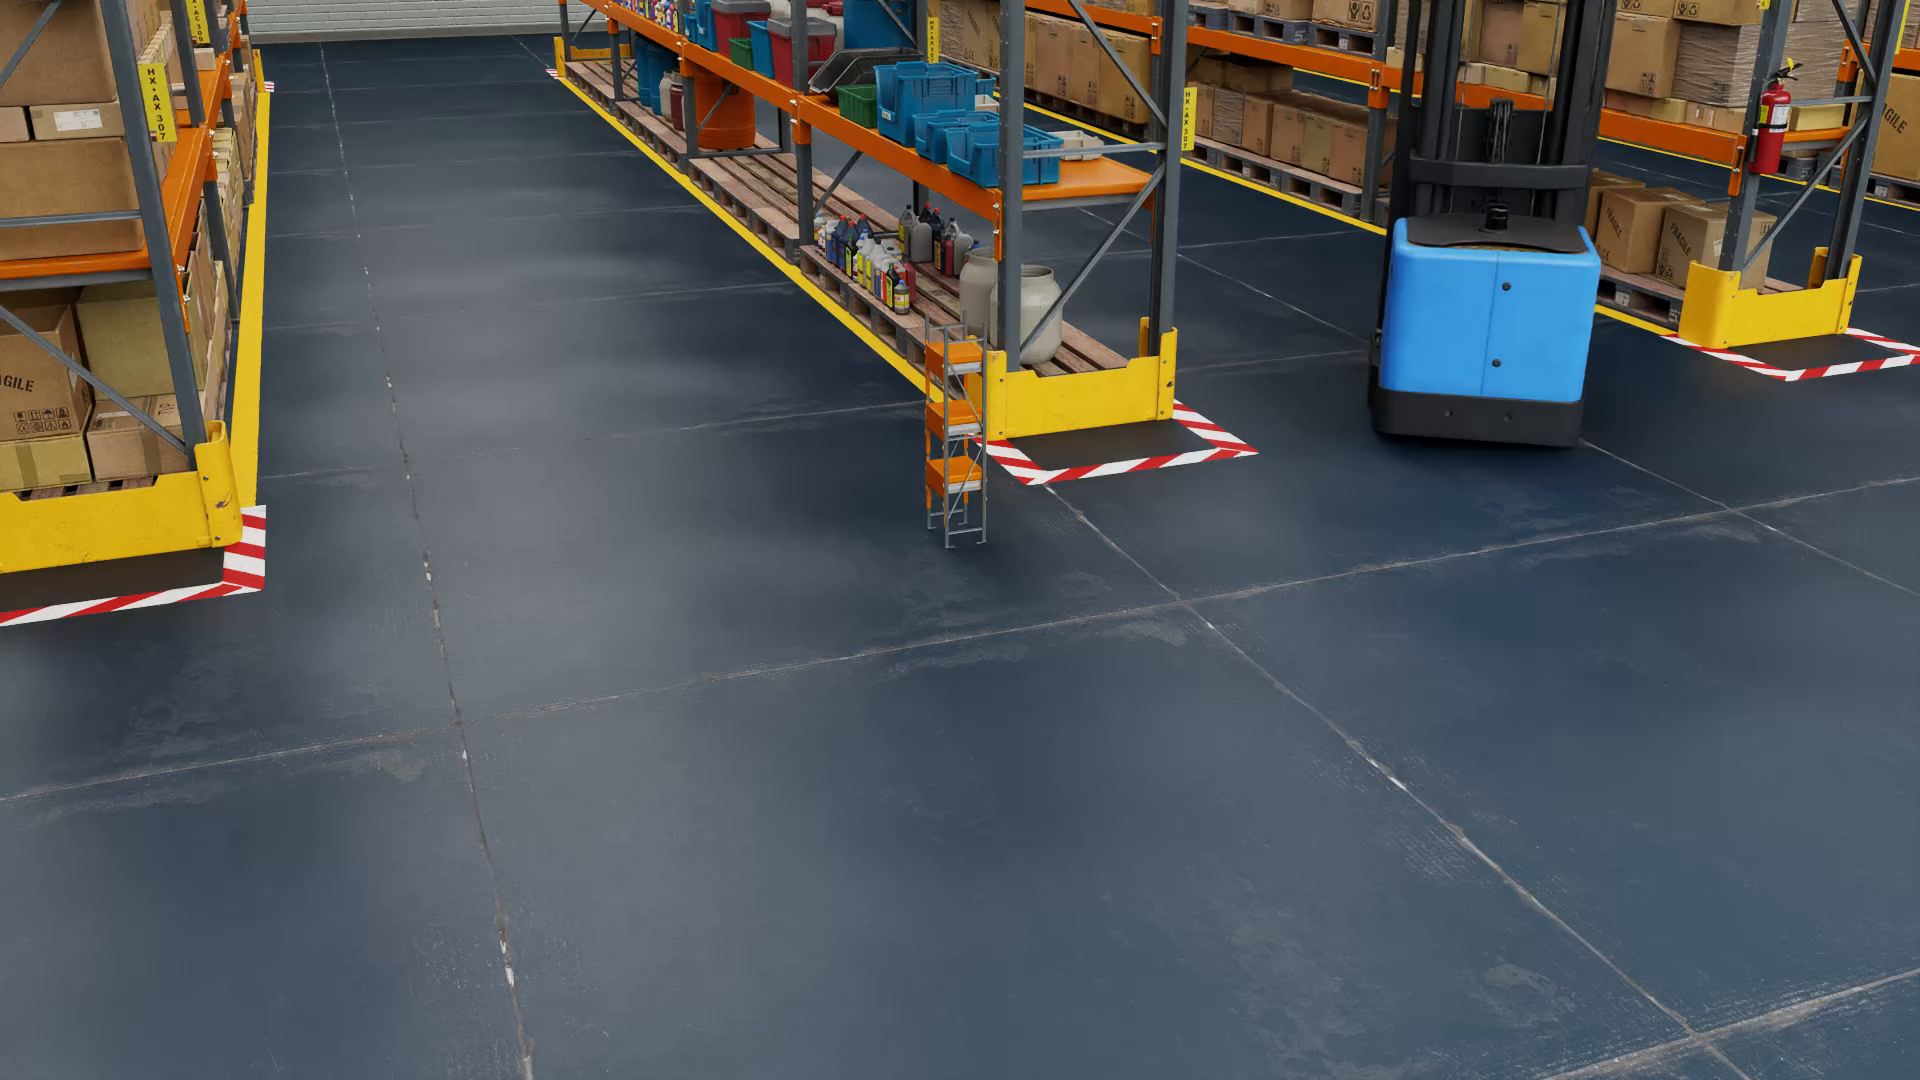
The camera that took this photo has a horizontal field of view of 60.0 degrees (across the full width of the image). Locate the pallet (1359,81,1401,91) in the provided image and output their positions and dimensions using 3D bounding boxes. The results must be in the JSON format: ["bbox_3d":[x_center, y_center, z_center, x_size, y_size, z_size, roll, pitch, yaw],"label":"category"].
[{"bbox_3d":[6.035,-6.150,22.070,1.003,0.211,1.213,-8,24,-19],"label":"pallet"}]

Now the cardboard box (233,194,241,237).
[{"bbox_3d":[-5.815,-2.475,12.760,0.500,0.250,0.500,-8,24,-18],"label":"cardboard box"}]

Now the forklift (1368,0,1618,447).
[{"bbox_3d":[3.087,-2.385,9.634,1.130,2.935,3.031,5,23,12],"label":"forklift"}]

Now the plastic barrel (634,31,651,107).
[{"bbox_3d":[-3.375,-5.421,18.911,0.600,0.901,0.708,-8,24,-19],"label":"plastic barrel"}]

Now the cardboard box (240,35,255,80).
[{"bbox_3d":[-9.177,-6.057,20.910,0.500,0.500,0.500,-8,24,-19],"label":"cardboard box"}]

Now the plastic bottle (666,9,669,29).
[{"bbox_3d":[-2.820,-5.102,16.248,0.097,0.201,0.097,0,23,0],"label":"plastic bottle"}]

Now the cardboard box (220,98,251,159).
[{"bbox_3d":[-7.029,-3.891,15.771,0.500,0.500,0.500,-9,24,-20],"label":"cardboard box"}]

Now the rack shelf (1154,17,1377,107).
[{"bbox_3d":[3.202,-4.562,15.639,1.077,0.370,4.000,-8,24,-19],"label":"rack shelf"}]

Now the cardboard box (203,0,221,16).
[{"bbox_3d":[-7.246,-5.074,15.258,0.700,0.500,0.500,-4,23,-9],"label":"cardboard box"}]

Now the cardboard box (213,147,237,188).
[{"bbox_3d":[-5.992,-2.919,13.092,0.500,0.311,0.500,-9,24,-19],"label":"cardboard box"}]

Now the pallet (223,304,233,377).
[{"bbox_3d":[-5.118,-1.230,10.396,1.003,0.211,1.213,-8,24,-19],"label":"pallet"}]

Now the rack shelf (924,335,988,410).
[{"bbox_3d":[-0.019,-0.755,7.486,0.215,0.259,0.240,-8,24,-19],"label":"rack shelf"}]

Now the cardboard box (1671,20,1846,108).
[{"bbox_3d":[5.153,-3.101,10.733,0.875,0.500,0.500,-8,24,-19],"label":"cardboard box"}]

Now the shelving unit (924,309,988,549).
[{"bbox_3d":[-0.019,-0.503,7.592,0.215,1.050,0.252,-8,24,-19],"label":"shelving unit"}]

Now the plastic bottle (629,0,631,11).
[{"bbox_3d":[-3.531,-5.833,17.983,0.097,0.201,0.097,0,23,0],"label":"plastic bottle"}]

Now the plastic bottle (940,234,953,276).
[{"bbox_3d":[-0.092,-1.983,11.523,0.061,0.283,0.133,-8,24,-19],"label":"plastic bottle"}]

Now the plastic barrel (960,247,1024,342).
[{"bbox_3d":[0.207,-1.492,10.091,0.421,0.512,0.421,0,23,0],"label":"plastic barrel"}]

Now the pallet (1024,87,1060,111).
[{"bbox_3d":[1.426,-5.519,20.573,1.003,0.211,1.213,-8,24,-19],"label":"pallet"}]

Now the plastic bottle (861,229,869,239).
[{"bbox_3d":[-0.664,-2.047,11.690,0.097,0.271,0.097,0,23,0],"label":"plastic bottle"}]

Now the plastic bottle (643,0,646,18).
[{"bbox_3d":[-3.213,-5.601,17.241,0.144,0.351,0.185,-8,24,-19],"label":"plastic bottle"}]

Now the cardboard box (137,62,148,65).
[{"bbox_3d":[-4.341,-2.341,8.478,0.380,0.149,0.250,-9,24,-20],"label":"cardboard box"}]

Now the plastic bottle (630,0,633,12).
[{"bbox_3d":[-3.507,-5.826,17.861,0.061,0.283,0.133,-8,24,-19],"label":"plastic bottle"}]

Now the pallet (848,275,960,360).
[{"bbox_3d":[-0.092,-1.509,11.058,1.003,0.211,1.213,-8,24,-19],"label":"pallet"}]

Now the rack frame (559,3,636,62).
[{"bbox_3d":[-4.964,-7.848,22.508,1.000,3.000,0.127,-8,24,-19],"label":"rack frame"}]

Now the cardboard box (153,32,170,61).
[{"bbox_3d":[-4.883,-2.900,9.805,0.380,0.149,0.250,-9,25,-21],"label":"cardboard box"}]

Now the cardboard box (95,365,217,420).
[{"bbox_3d":[-4.109,-0.689,8.522,0.500,0.250,0.500,-8,24,-19],"label":"cardboard box"}]

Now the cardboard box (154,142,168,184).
[{"bbox_3d":[-4.650,-2.136,8.826,0.700,0.500,0.500,-8,24,-17],"label":"cardboard box"}]

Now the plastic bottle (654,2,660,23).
[{"bbox_3d":[-3.026,-5.314,16.751,0.097,0.201,0.097,0,23,0],"label":"plastic bottle"}]

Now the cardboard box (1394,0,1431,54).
[{"bbox_3d":[4.010,-4.178,13.290,0.875,0.500,0.500,-8,24,-19],"label":"cardboard box"}]

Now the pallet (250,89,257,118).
[{"bbox_3d":[-8.863,-5.125,19.637,1.003,0.211,1.213,-8,24,-19],"label":"pallet"}]

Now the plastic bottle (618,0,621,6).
[{"bbox_3d":[-3.774,-6.100,18.512,0.061,0.283,0.133,-8,24,-19],"label":"plastic bottle"}]

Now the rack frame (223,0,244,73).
[{"bbox_3d":[-8.186,-5.716,17.450,1.000,3.000,0.127,-8,24,-19],"label":"rack frame"}]

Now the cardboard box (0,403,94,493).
[{"bbox_3d":[-4.413,-0.437,7.924,0.500,0.250,0.500,-8,24,-19],"label":"cardboard box"}]

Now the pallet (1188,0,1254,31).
[{"bbox_3d":[2.847,-5.288,16.681,1.213,0.211,1.003,-8,24,-19],"label":"pallet"}]

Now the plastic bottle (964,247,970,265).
[{"bbox_3d":[0.075,-1.921,11.481,0.097,0.201,0.097,0,23,0],"label":"plastic bottle"}]

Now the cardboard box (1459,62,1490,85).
[{"bbox_3d":[4.041,-3.566,12.673,0.380,0.149,0.250,-8,24,-19],"label":"cardboard box"}]

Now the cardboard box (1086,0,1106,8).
[{"bbox_3d":[1.732,-6.182,18.427,0.500,0.500,0.500,-9,25,-21],"label":"cardboard box"}]

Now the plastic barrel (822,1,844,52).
[{"bbox_3d":[-0.858,-3.928,13.032,0.433,0.535,0.433,0,23,0],"label":"plastic barrel"}]

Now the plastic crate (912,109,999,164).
[{"bbox_3d":[0.007,-2.343,9.639,0.499,0.251,0.408,-8,24,-19],"label":"plastic crate"}]

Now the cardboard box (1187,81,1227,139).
[{"bbox_3d":[2.751,-4.431,17.052,0.700,0.500,0.500,-10,25,-22],"label":"cardboard box"}]

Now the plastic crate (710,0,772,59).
[{"bbox_3d":[-1.853,-4.341,14.106,0.402,0.464,0.583,-8,24,-19],"label":"plastic crate"}]

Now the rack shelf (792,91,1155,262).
[{"bbox_3d":[-0.018,-2.429,10.578,1.077,0.370,4.000,-8,24,-19],"label":"rack shelf"}]

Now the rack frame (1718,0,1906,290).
[{"bbox_3d":[5.322,-2.714,10.327,1.000,3.000,0.127,-8,24,-19],"label":"rack frame"}]

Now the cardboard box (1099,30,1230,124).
[{"bbox_3d":[2.271,-5.089,18.156,1.225,0.875,0.875,-10,25,-21],"label":"cardboard box"}]

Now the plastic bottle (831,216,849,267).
[{"bbox_3d":[-0.828,-2.119,11.761,0.144,0.351,0.185,-8,24,-18],"label":"plastic bottle"}]

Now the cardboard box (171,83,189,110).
[{"bbox_3d":[-5.482,-3.044,11.433,0.380,0.149,0.250,-8,24,-19],"label":"cardboard box"}]

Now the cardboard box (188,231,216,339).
[{"bbox_3d":[-4.456,-1.399,9.241,0.500,0.500,0.500,-8,24,-19],"label":"cardboard box"}]

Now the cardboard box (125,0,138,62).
[{"bbox_3d":[-4.489,-2.564,8.172,0.700,0.500,0.500,-8,24,-19],"label":"cardboard box"}]

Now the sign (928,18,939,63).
[{"bbox_3d":[-0.206,-3.687,12.278,0.100,0.325,0.005,-8,24,-19],"label":"sign"}]

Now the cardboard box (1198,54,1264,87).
[{"bbox_3d":[2.760,-4.778,16.910,0.500,0.250,0.500,-7,24,-17],"label":"cardboard box"}]

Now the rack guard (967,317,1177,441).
[{"bbox_3d":[0.617,-0.904,9.250,1.175,0.500,0.348,-8,24,-19],"label":"rack guard"}]

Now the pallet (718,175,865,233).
[{"bbox_3d":[-1.473,-2.927,14.422,1.003,0.211,1.213,-8,24,-19],"label":"pallet"}]

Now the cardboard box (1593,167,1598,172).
[{"bbox_3d":[4.515,-2.636,12.820,0.500,0.500,0.500,-11,25,-24],"label":"cardboard box"}]

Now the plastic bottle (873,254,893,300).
[{"bbox_3d":[-0.483,-1.735,10.944,0.152,0.276,0.135,-9,24,-20],"label":"plastic bottle"}]

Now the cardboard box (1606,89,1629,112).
[{"bbox_3d":[4.680,-3.037,11.418,0.380,0.149,0.250,-8,24,-19],"label":"cardboard box"}]

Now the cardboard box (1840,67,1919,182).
[{"bbox_3d":[8.741,-3.787,15.069,0.875,0.875,0.875,-8,24,-18],"label":"cardboard box"}]

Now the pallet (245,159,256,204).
[{"bbox_3d":[-7.002,-3.254,15.199,1.003,0.211,1.213,-8,24,-19],"label":"pallet"}]
